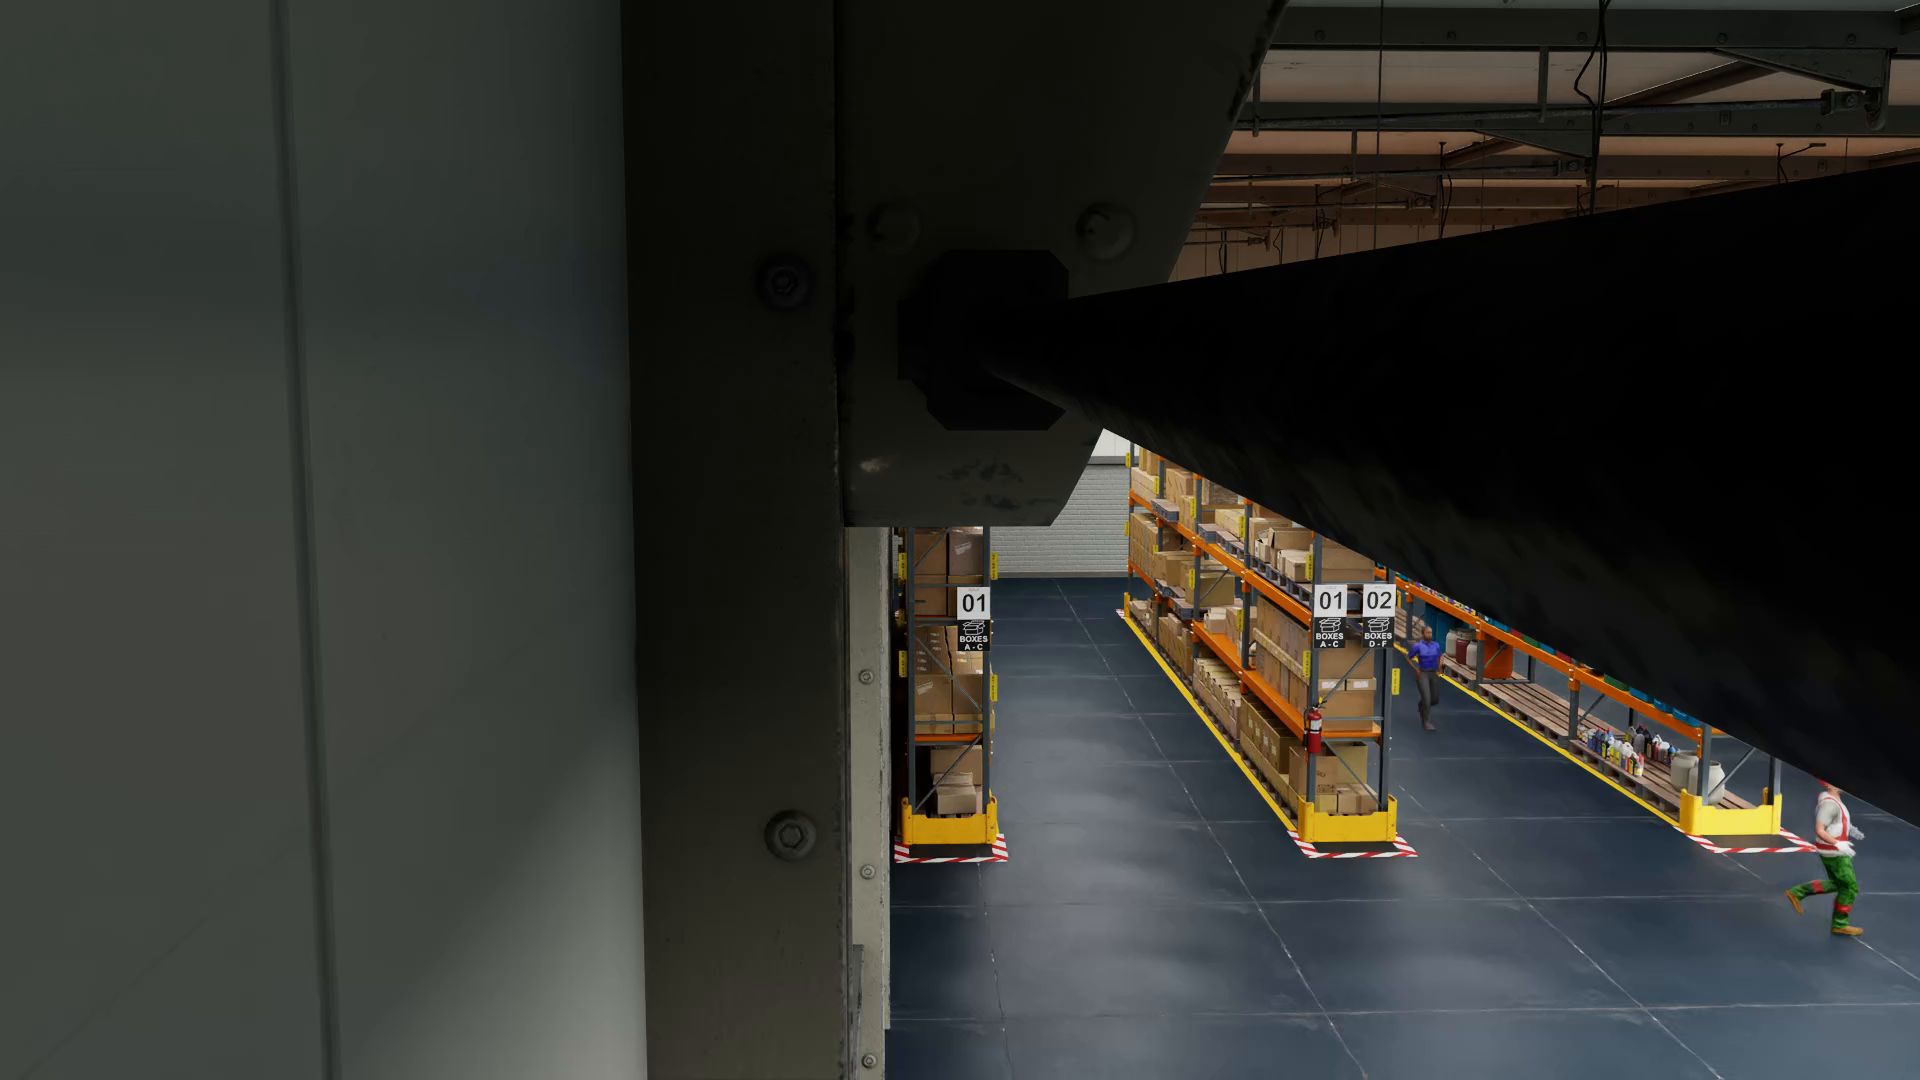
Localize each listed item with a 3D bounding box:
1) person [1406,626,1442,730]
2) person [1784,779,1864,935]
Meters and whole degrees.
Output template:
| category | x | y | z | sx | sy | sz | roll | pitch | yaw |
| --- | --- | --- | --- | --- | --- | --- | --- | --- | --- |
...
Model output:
| category | x | y | z | sx | sy | sz | roll | pitch | yaw |
| --- | --- | --- | --- | --- | --- | --- | --- | --- | --- |
| person | 7.373 | 2.165 | 26.380 | 0.581 | 1.597 | 0.701 | -1 | 7 | -10 |
| person | 9.084 | 3.247 | 17.405 | 0.754 | 1.745 | 0.661 | 3 | 8 | 25 |
